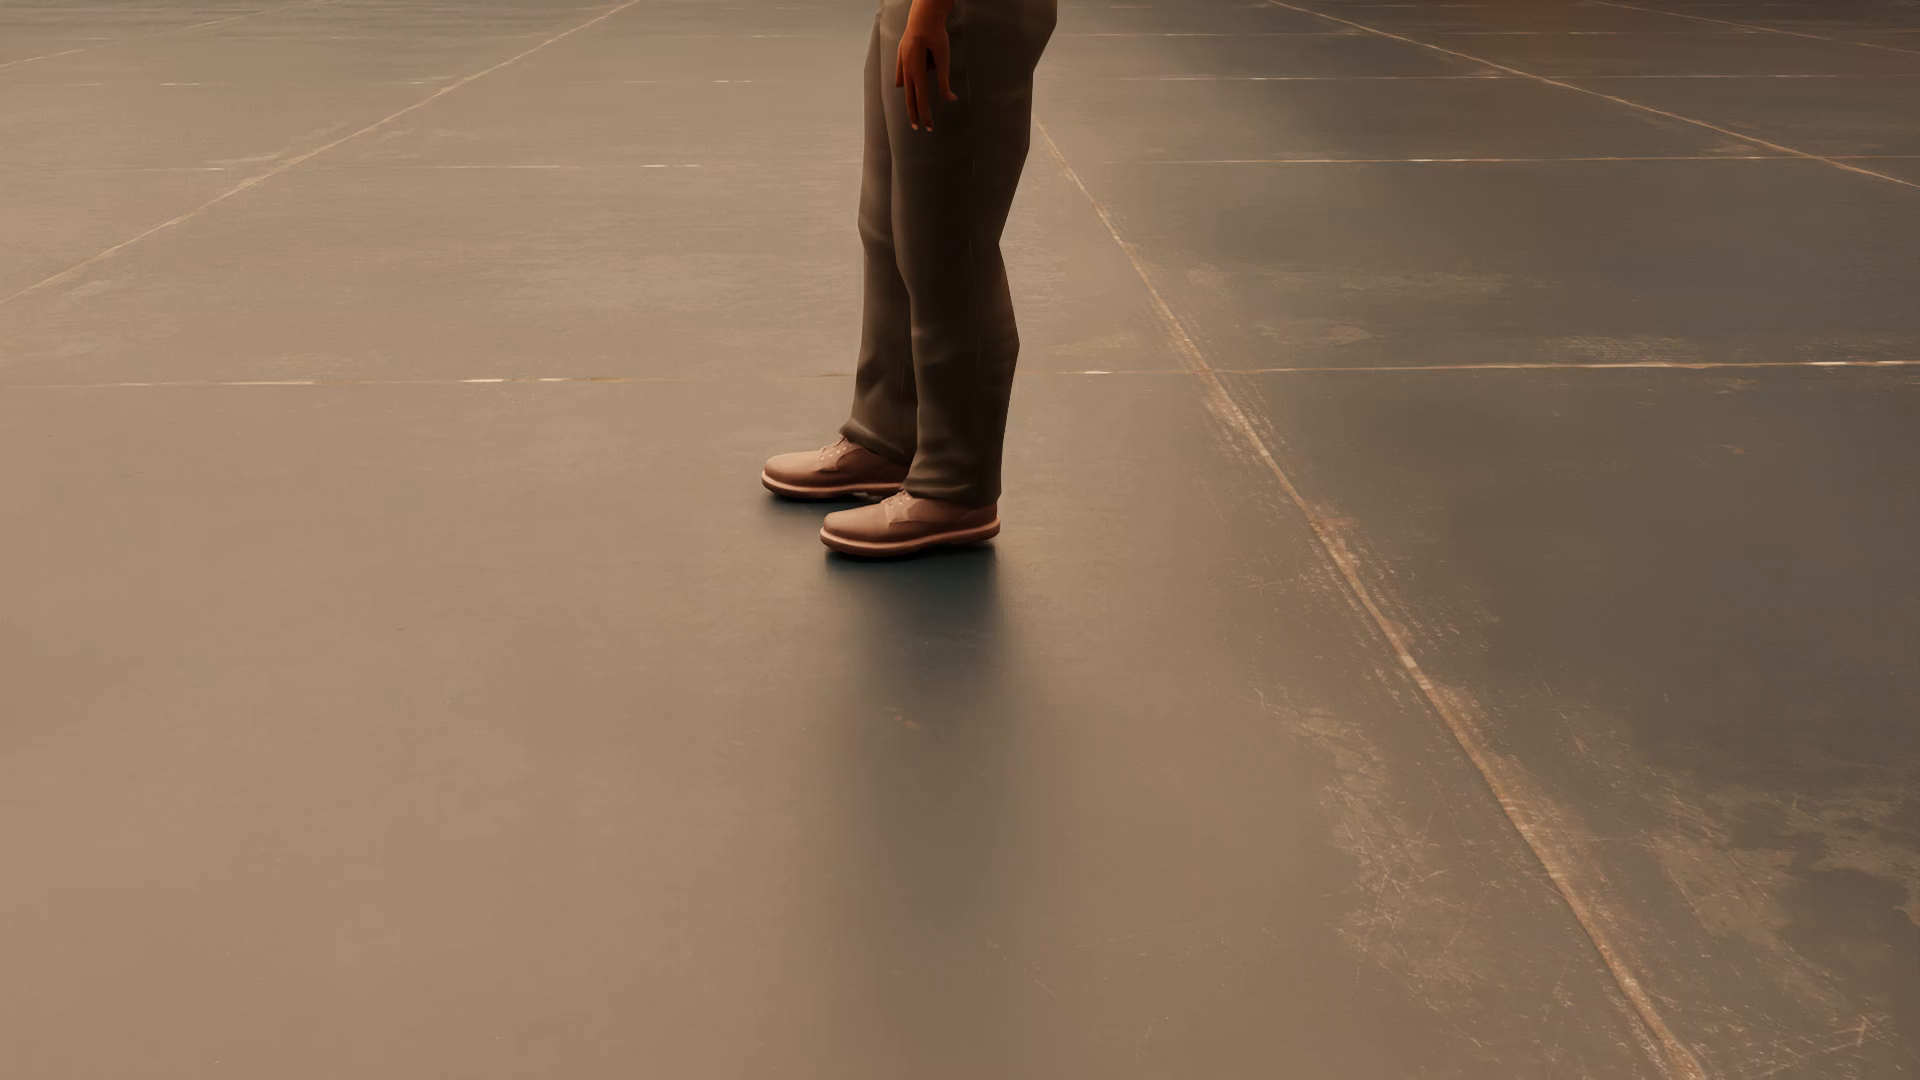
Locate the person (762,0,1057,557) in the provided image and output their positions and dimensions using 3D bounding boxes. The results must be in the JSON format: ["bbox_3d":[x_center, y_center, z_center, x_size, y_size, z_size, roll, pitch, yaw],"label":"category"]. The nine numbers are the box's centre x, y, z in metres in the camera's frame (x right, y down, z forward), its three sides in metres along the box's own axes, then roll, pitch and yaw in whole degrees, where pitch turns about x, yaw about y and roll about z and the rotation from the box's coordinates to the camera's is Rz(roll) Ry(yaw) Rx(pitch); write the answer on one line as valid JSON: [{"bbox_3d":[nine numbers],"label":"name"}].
[{"bbox_3d":[-0.089,-0.783,2.446,0.503,1.656,0.569,-1,21,-3],"label":"person"}]
